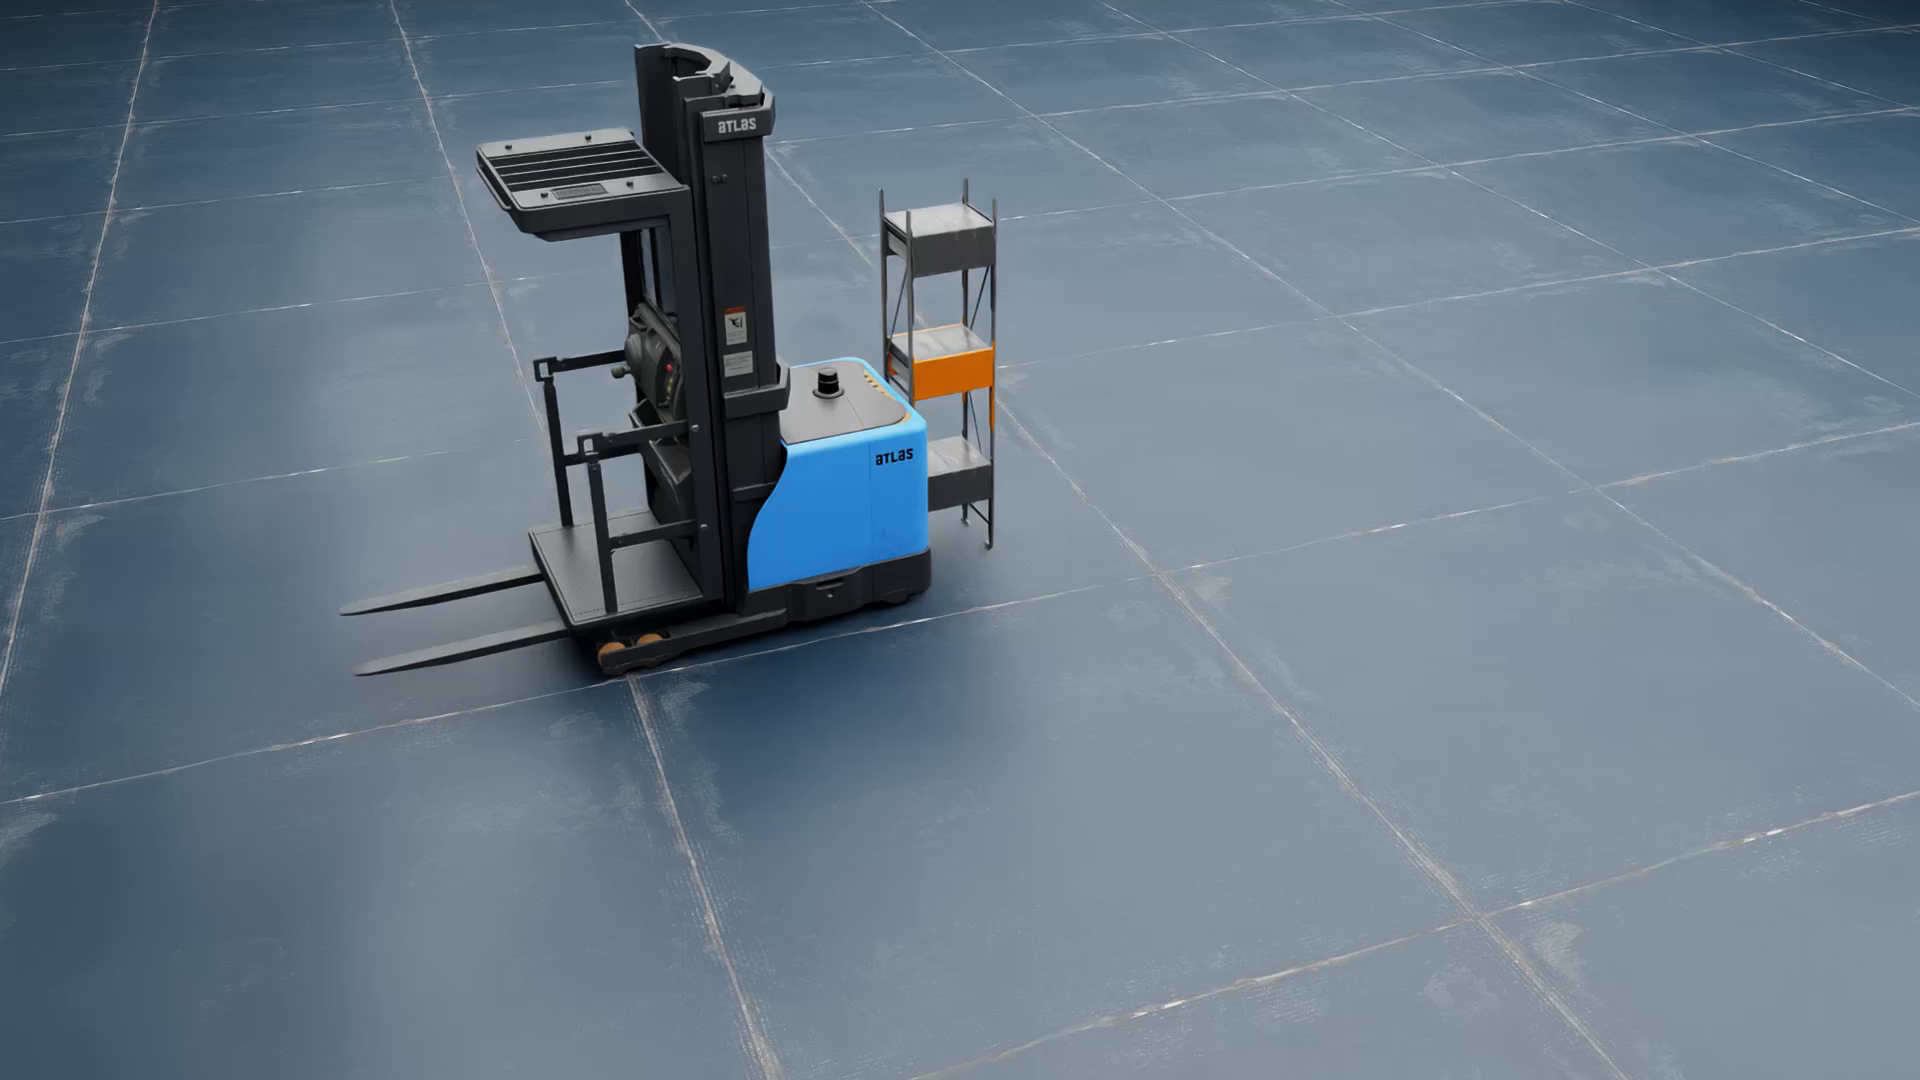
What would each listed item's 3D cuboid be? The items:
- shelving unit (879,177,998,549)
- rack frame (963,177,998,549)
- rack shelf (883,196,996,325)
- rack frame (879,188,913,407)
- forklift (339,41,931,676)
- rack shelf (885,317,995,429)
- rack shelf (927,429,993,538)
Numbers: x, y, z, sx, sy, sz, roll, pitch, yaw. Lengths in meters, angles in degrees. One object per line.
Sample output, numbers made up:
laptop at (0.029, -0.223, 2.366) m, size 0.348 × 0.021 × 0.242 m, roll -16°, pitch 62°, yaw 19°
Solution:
shelving unit at (-0.116, -0.899, 9.207) m, size 0.503 × 2.100 × 0.431 m, roll -13°, pitch 32°, yaw -21°
rack frame at (0.106, -0.949, 9.295) m, size 0.015 × 2.100 × 0.400 m, roll -13°, pitch 32°, yaw -21°
rack shelf at (-0.116, -1.495, 8.867) m, size 0.480 × 0.518 × 0.431 m, roll -13°, pitch 32°, yaw -21°
rack frame at (-0.338, -0.849, 9.119) m, size 0.015 × 2.100 × 0.400 m, roll -13°, pitch 32°, yaw -21°
forklift at (-1.720, -0.877, 8.329) m, size 3.031 × 2.935 × 1.130 m, roll -13°, pitch 32°, yaw -21°
rack shelf at (-0.116, -0.887, 9.213) m, size 0.480 × 0.518 × 0.431 m, roll -13°, pitch 32°, yaw -21°
rack shelf at (-0.116, -0.279, 9.560) m, size 0.480 × 0.518 × 0.431 m, roll -13°, pitch 32°, yaw -21°
